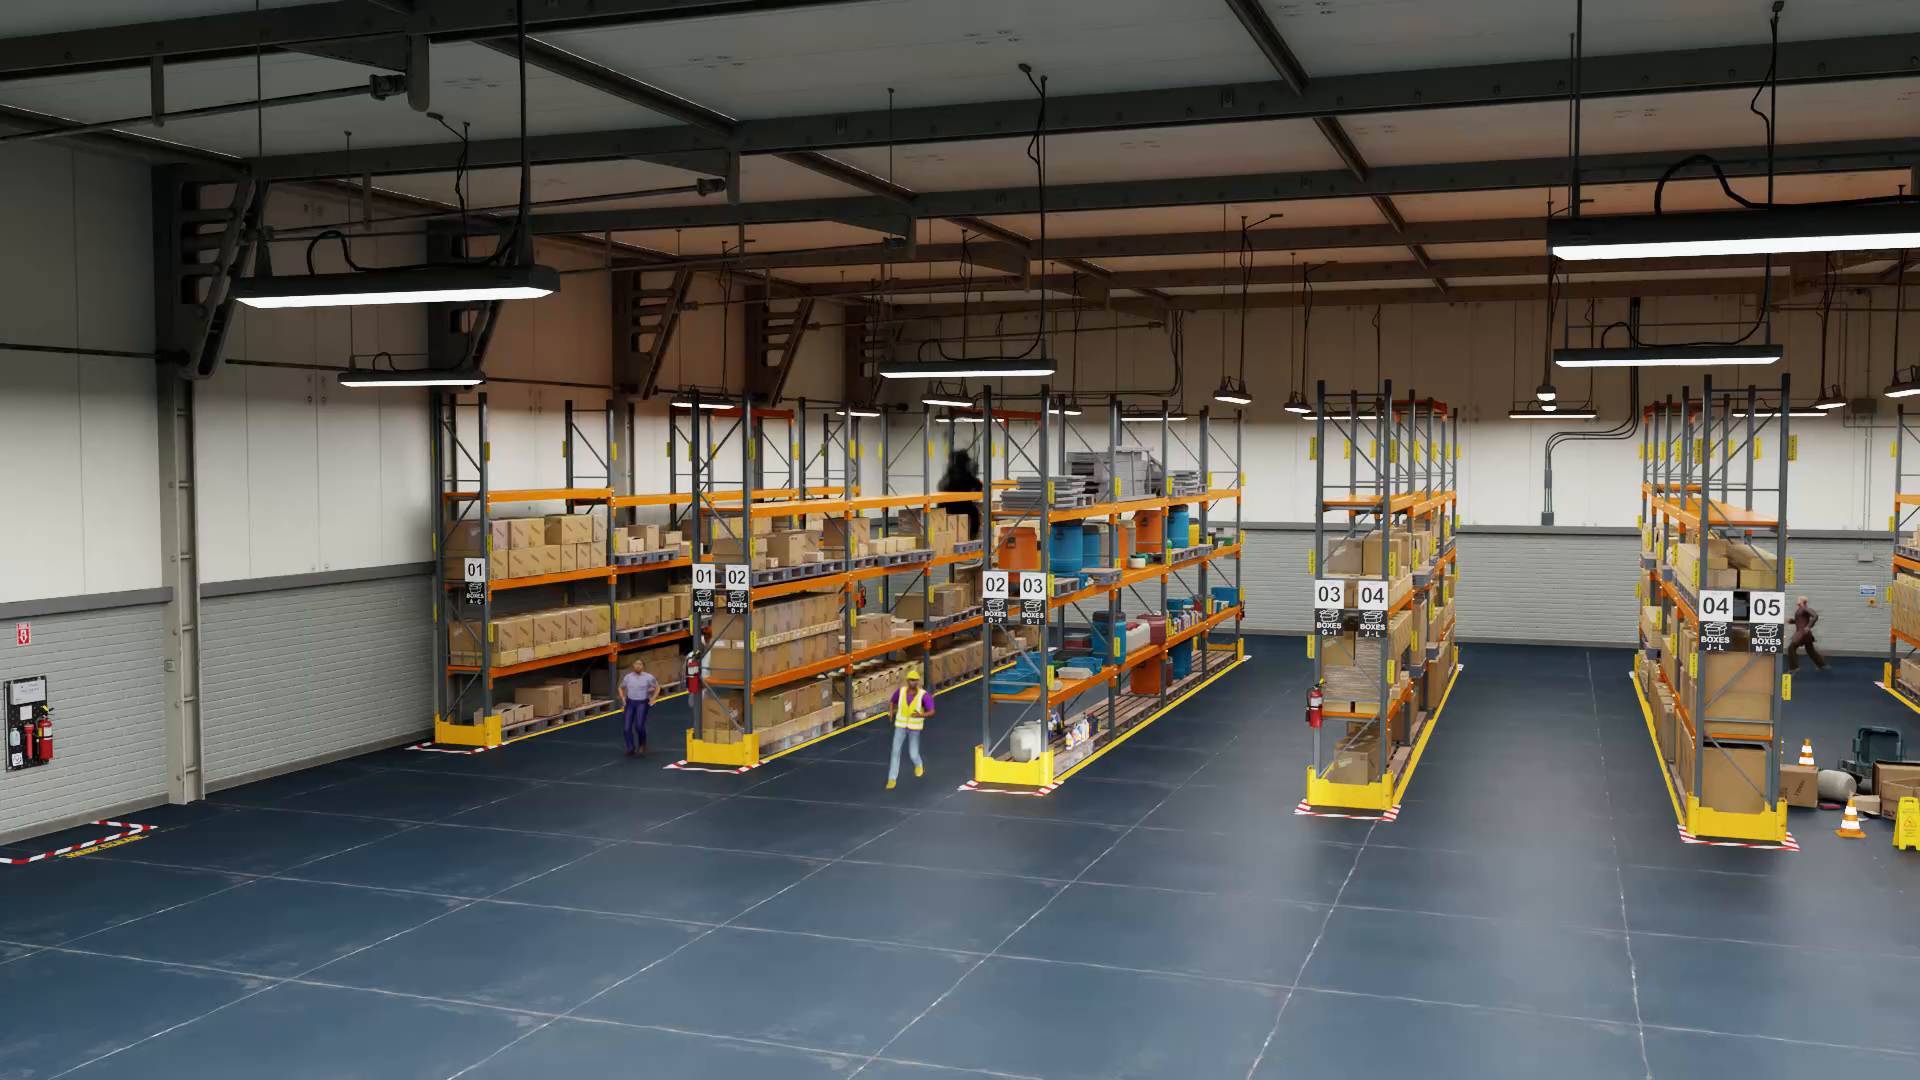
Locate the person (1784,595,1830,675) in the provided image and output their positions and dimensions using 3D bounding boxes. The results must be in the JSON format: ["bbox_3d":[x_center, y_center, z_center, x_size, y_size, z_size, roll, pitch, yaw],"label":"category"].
[{"bbox_3d":[18.785,2.153,36.966,0.944,1.839,0.731,1,3,25],"label":"person"}]

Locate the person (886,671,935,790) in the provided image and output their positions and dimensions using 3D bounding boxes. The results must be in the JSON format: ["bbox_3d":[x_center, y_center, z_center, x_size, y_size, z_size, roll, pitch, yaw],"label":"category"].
[{"bbox_3d":[-0.737,2.826,24.973,0.729,1.736,0.889,0,3,9],"label":"person"}]

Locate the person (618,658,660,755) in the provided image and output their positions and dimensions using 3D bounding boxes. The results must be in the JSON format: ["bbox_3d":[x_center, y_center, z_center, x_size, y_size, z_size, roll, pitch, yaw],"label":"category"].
[{"bbox_3d":[-5.309,2.757,27.286,0.675,1.586,0.479,0,3,6],"label":"person"}]

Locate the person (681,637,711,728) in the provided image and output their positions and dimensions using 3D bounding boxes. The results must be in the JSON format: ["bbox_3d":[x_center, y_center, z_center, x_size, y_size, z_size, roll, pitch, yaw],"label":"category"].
[{"bbox_3d":[-4.521,2.568,28.899,0.686,1.765,0.929,1,3,13],"label":"person"}]
